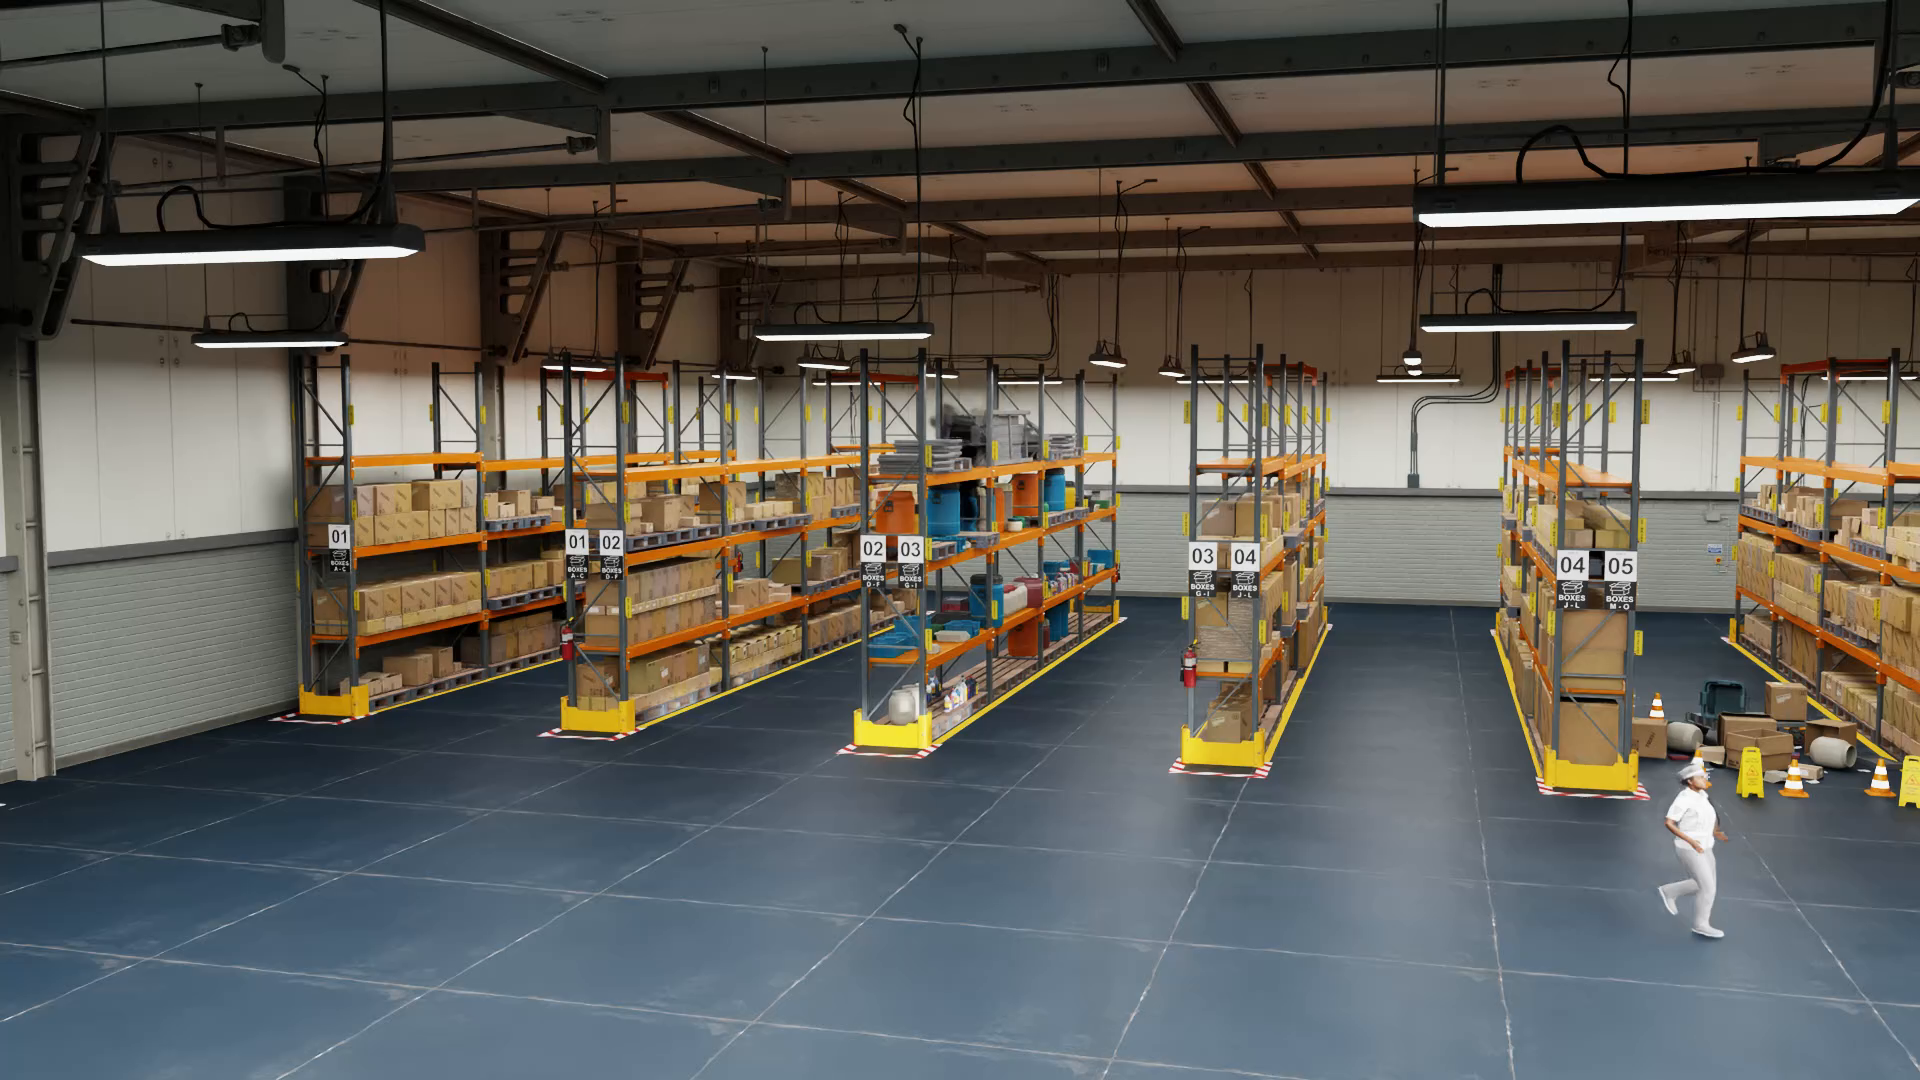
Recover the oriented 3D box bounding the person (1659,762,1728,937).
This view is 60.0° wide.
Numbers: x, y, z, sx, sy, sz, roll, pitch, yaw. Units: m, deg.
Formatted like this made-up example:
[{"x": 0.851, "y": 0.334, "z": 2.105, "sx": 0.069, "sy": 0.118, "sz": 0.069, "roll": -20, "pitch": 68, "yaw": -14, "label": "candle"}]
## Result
[{"x": 7.076, "y": 2.966, "z": 16.102, "sx": 0.564, "sy": 1.654, "sz": 0.681, "roll": -3, "pitch": 5, "yaw": -39, "label": "person"}]
